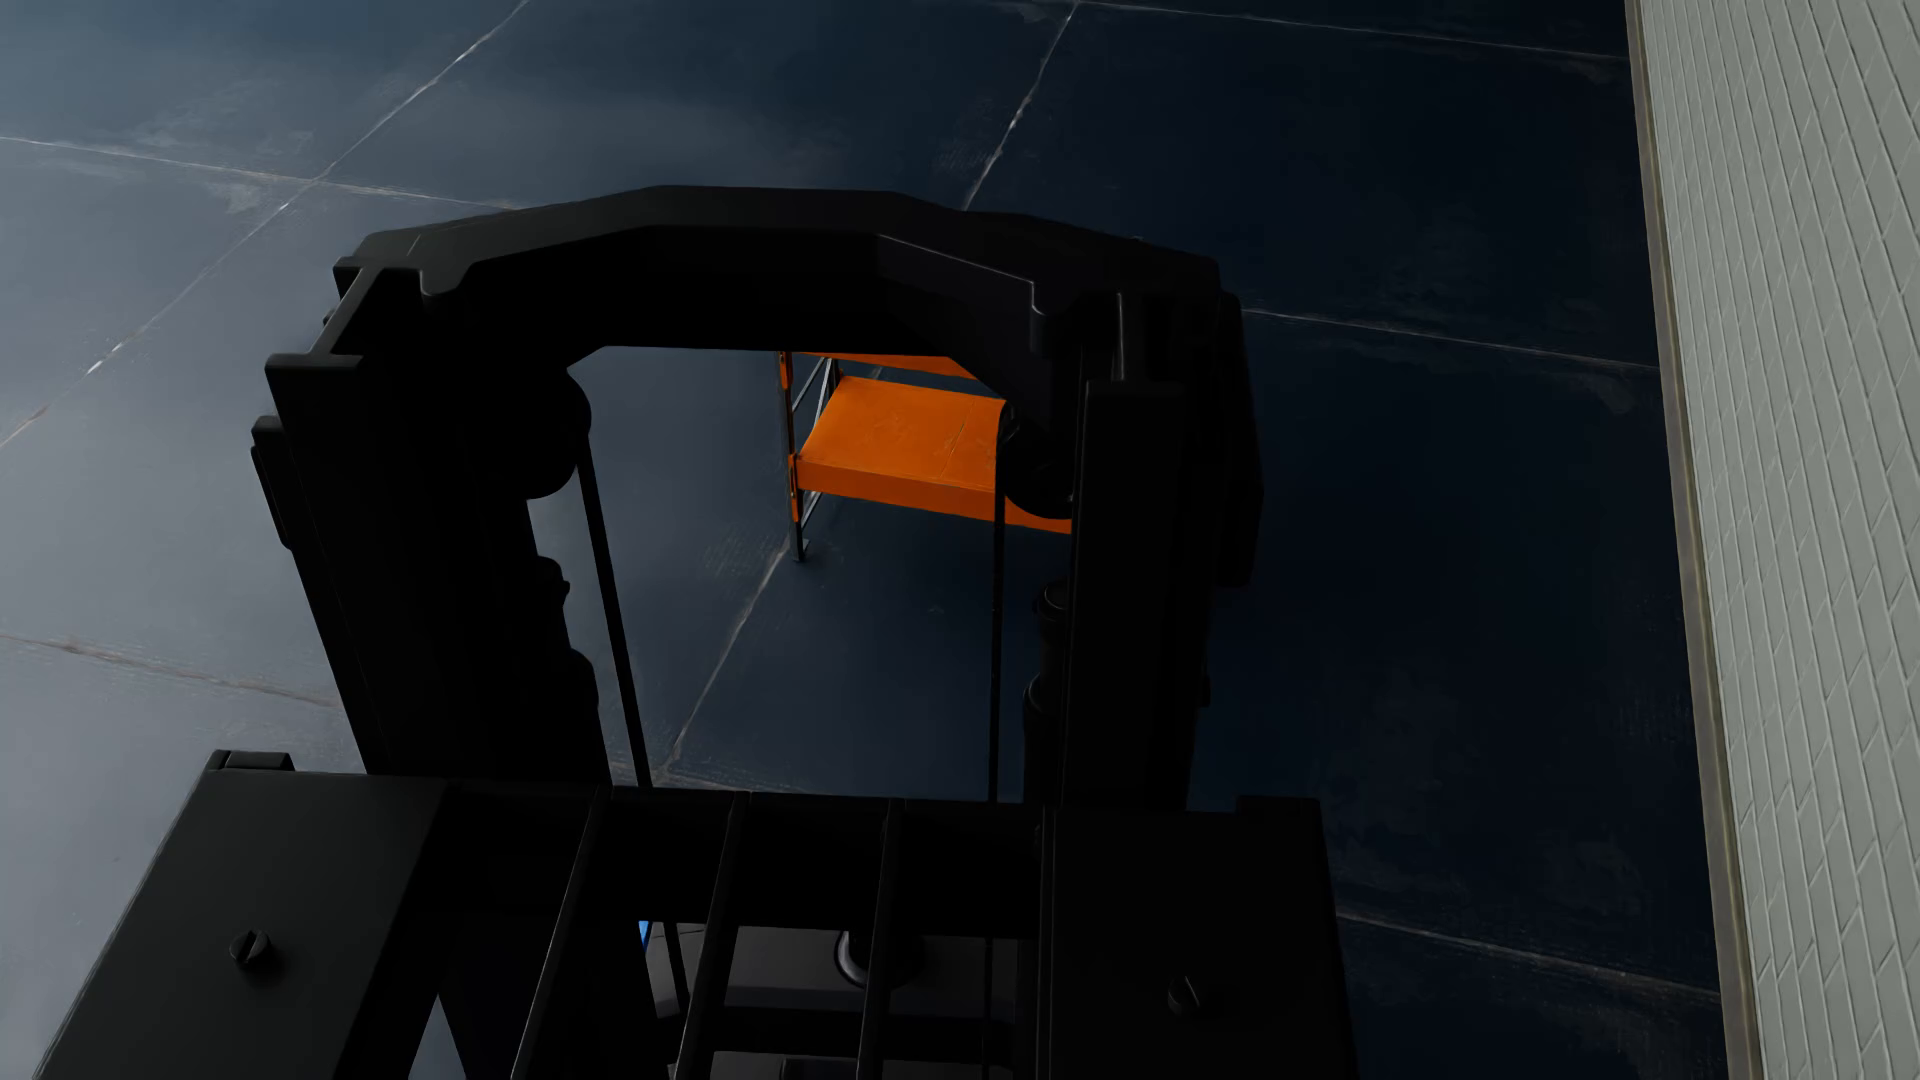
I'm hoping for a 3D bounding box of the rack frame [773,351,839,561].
[{"bbox_3d":[-0.498,-0.516,5.490,0.032,1.125,0.500,10,41,11],"label":"rack frame"}]

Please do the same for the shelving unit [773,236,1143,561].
[{"bbox_3d":[-0.007,-0.432,5.390,1.048,1.125,0.538,10,41,11],"label":"shelving unit"}]

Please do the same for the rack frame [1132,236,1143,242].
[{"bbox_3d":[0.485,-0.347,5.289,0.032,1.125,0.500,10,41,11],"label":"rack frame"}]

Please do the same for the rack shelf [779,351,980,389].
[{"bbox_3d":[-0.007,-0.656,5.201,1.000,0.278,0.538,10,41,11],"label":"rack shelf"}]

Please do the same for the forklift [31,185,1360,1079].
[{"bbox_3d":[-0.214,1.208,2.032,1.130,2.935,3.031,2,40,3],"label":"forklift"}]

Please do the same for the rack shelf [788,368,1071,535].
[{"bbox_3d":[-0.007,-0.245,5.547,1.000,0.278,0.538,10,41,11],"label":"rack shelf"}]
